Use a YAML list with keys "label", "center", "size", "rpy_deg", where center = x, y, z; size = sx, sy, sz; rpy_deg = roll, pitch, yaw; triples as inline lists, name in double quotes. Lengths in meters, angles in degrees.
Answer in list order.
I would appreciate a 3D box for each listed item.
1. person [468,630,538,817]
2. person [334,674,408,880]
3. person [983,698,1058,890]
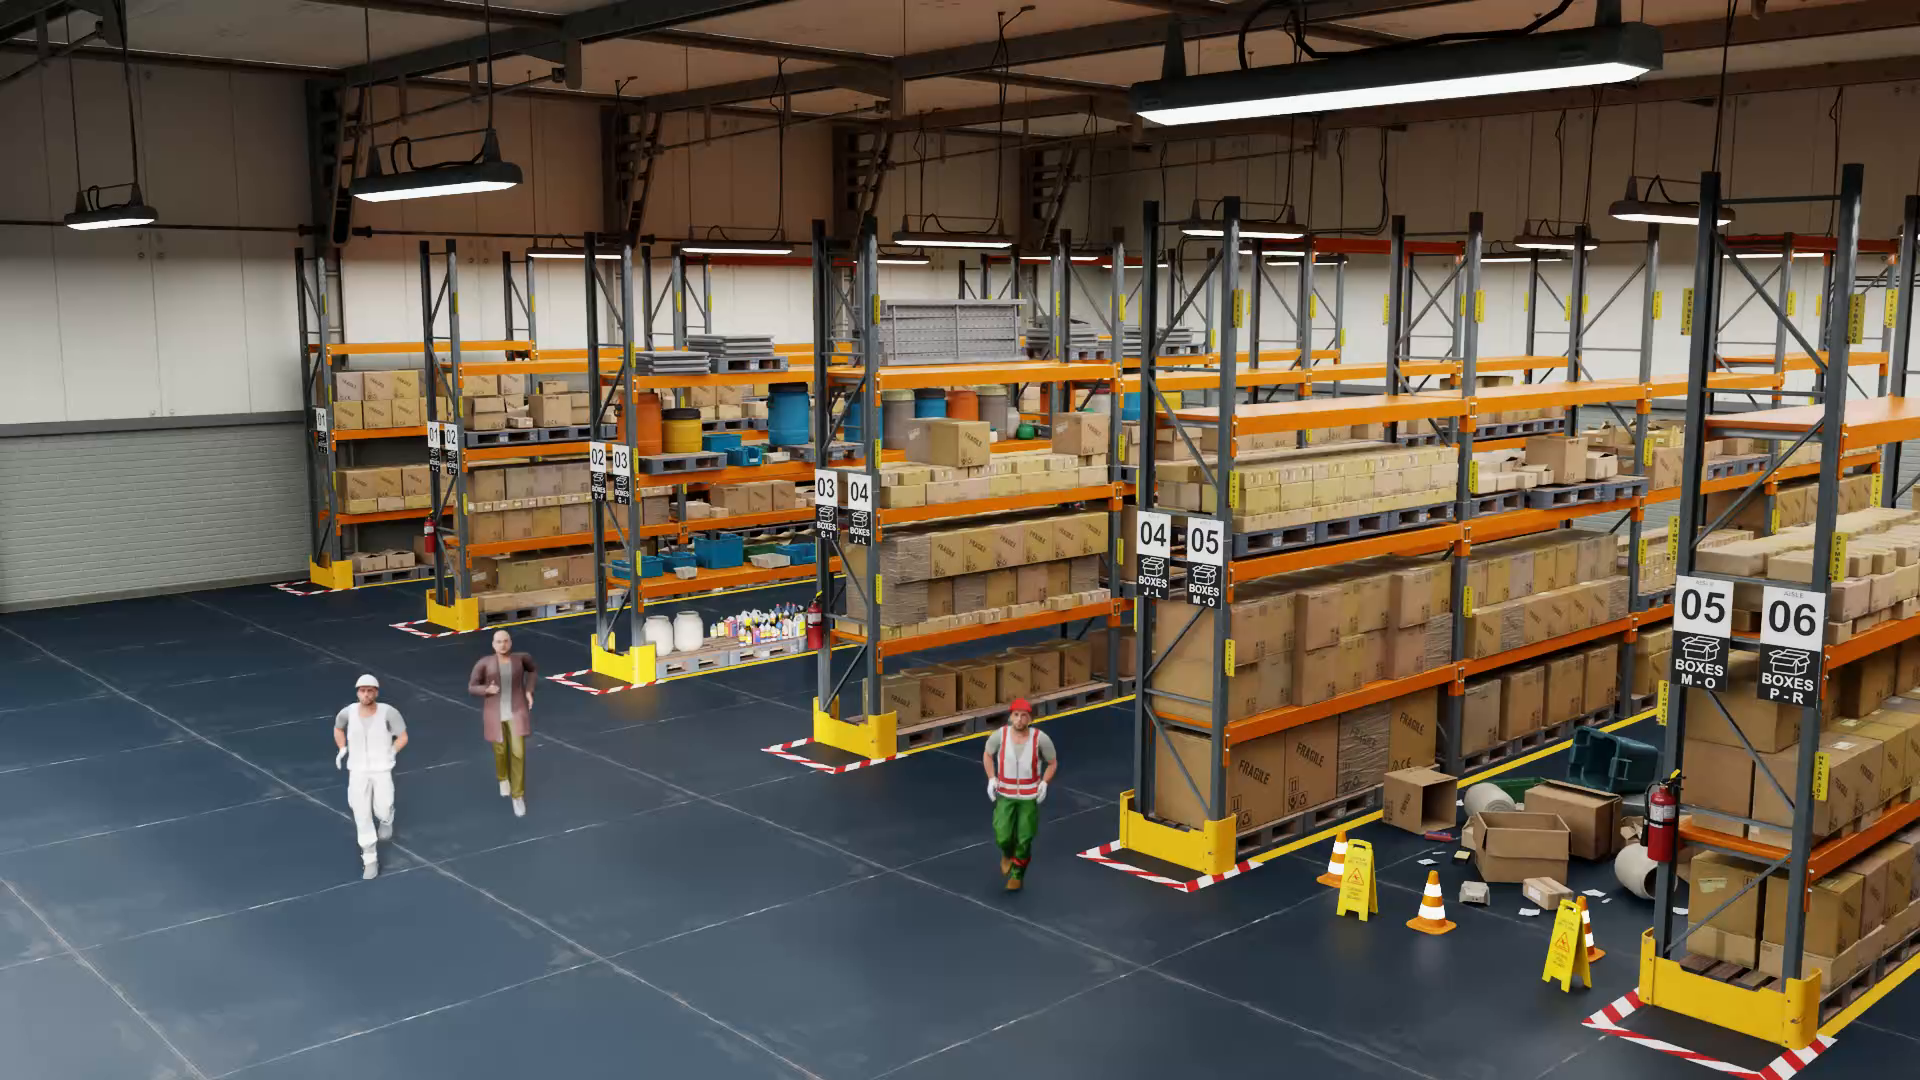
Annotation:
- label: "person"
  center: [-4.617, 1.810, 16.880]
  size: [0.698, 1.827, 0.924]
  rpy_deg: [-2, 9, -15]
- label: "person"
  center: [-5.350, 2.092, 15.110]
  size: [0.656, 1.787, 0.932]
  rpy_deg: [-2, 9, -12]
- label: "person"
  center: [0.516, 2.215, 14.463]
  size: [0.654, 1.733, 0.579]
  rpy_deg: [1, 8, 6]
